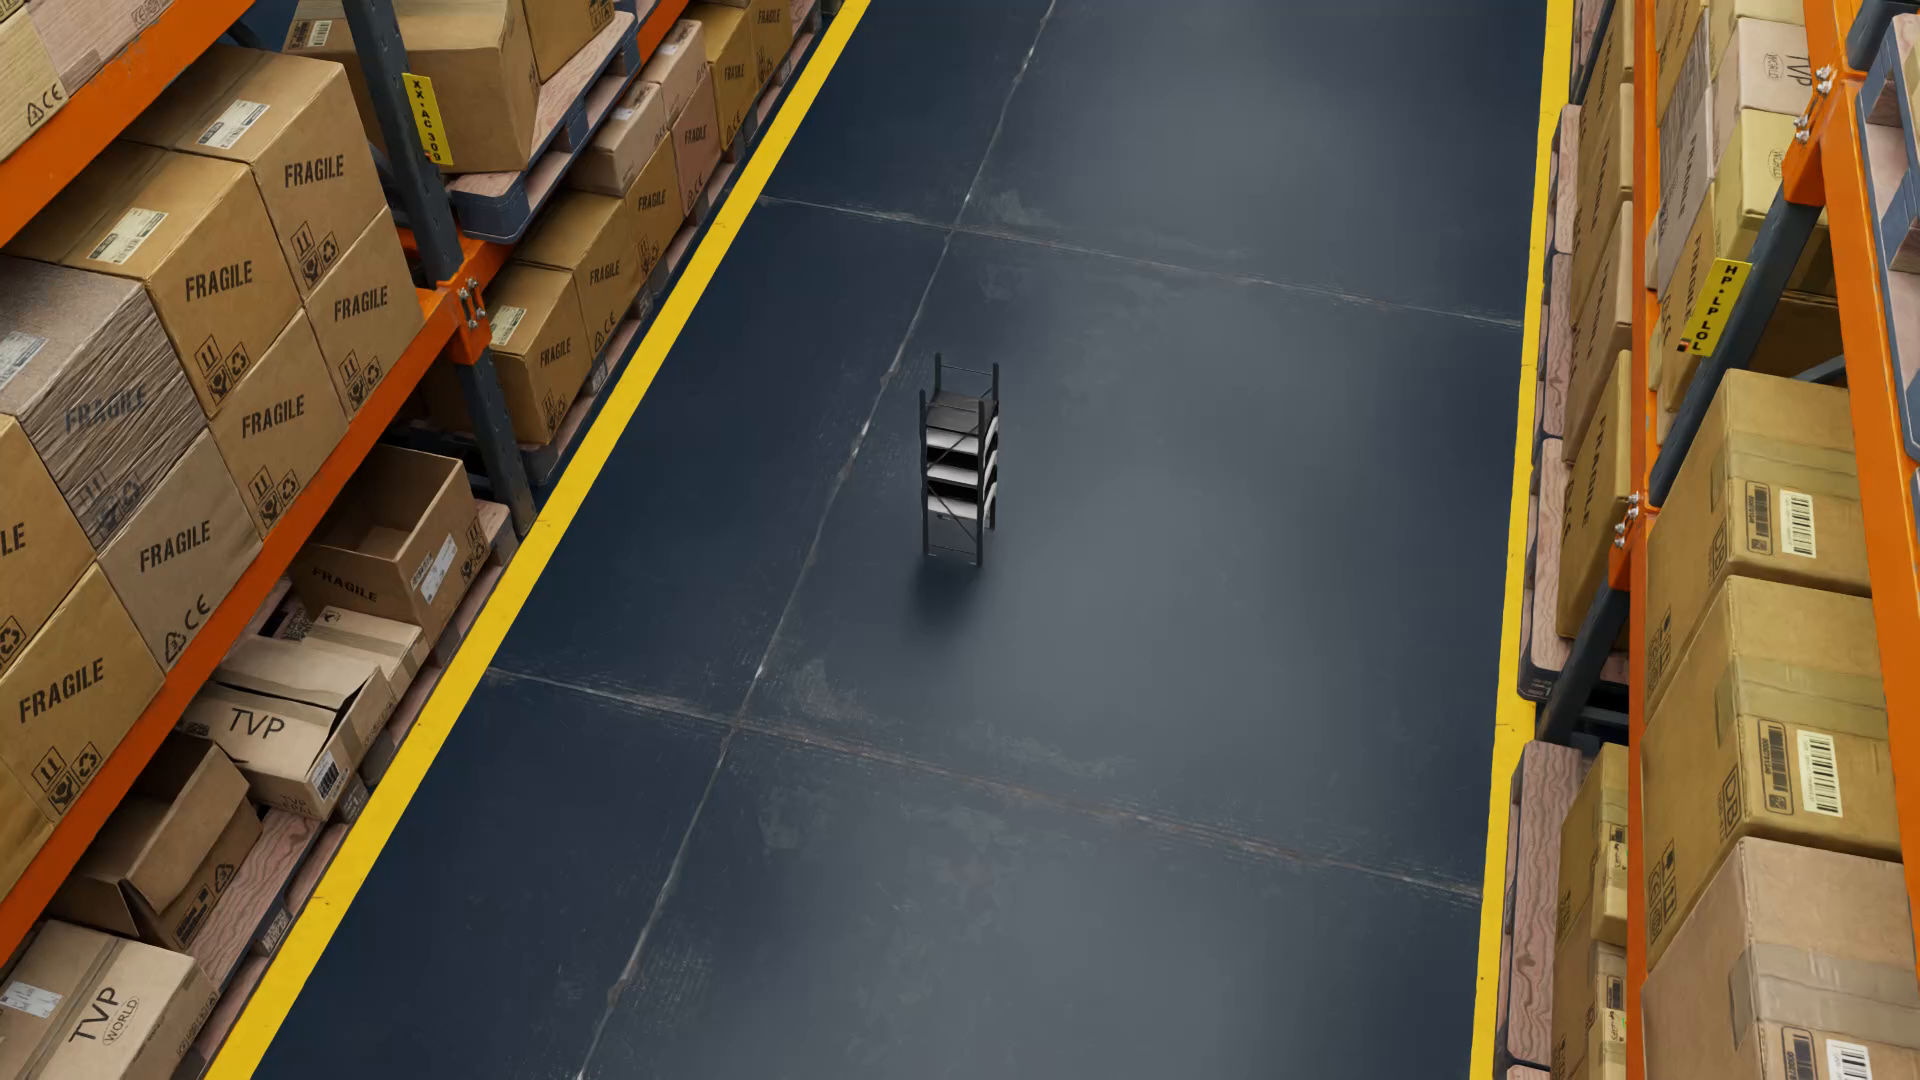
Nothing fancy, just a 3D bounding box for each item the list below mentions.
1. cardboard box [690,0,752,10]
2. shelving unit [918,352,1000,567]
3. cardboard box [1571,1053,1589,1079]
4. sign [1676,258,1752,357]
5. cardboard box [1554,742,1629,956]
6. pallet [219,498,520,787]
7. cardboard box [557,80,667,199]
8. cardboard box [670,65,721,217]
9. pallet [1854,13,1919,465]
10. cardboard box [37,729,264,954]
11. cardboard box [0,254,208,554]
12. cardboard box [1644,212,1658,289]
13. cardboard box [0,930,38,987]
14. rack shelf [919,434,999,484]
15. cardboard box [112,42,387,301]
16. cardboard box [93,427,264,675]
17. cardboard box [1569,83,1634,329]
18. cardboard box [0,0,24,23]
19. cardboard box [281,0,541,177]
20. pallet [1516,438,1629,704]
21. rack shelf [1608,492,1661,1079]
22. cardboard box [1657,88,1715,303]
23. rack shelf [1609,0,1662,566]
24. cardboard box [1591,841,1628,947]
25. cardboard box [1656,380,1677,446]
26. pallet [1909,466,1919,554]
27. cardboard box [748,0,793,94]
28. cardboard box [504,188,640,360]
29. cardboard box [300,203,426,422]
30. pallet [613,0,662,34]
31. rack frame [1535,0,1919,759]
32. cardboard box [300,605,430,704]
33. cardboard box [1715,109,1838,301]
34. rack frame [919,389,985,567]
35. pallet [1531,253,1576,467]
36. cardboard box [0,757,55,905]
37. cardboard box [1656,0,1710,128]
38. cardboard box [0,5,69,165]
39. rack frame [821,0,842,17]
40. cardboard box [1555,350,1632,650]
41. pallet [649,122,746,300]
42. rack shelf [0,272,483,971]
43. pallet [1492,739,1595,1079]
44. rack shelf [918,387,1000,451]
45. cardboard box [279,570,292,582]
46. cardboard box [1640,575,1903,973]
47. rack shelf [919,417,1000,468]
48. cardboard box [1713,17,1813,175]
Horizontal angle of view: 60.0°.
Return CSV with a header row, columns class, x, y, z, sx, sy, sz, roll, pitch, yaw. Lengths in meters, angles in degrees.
class,x,y,z,sx,sy,sz,roll,pitch,yaw
cardboard box,-1.189,-2.839,8.048,0.500,0.250,0.500,13,50,11
shelving unit,-0.002,-0.292,6.326,0.258,0.900,0.210,12,50,10
cardboard box,2.000,1.773,4.490,0.700,0.500,0.500,13,50,11
sign,2.042,-0.626,4.501,0.100,0.325,0.005,12,50,10
cardboard box,2.273,1.040,5.138,0.700,0.500,0.500,12,50,11
pallet,-2.393,0.276,6.285,1.003,0.211,1.213,12,50,10
cardboard box,-1.586,-1.736,7.074,0.500,0.250,0.500,12,50,10
cardboard box,-1.447,-1.878,7.699,0.500,0.500,0.500,10,49,9
pallet,2.343,-0.542,3.206,1.003,0.211,1.213,12,50,10
cardboard box,-2.701,0.897,5.248,0.797,0.503,0.637,12,50,10
cardboard box,-2.360,-0.355,4.248,0.500,0.500,0.500,12,50,10
cardboard box,2.552,-0.961,5.671,0.380,0.149,0.250,12,50,10
cardboard box,-3.080,1.391,4.981,0.500,0.250,0.500,12,50,10
rack shelf,-0.002,-0.329,6.284,0.258,0.077,0.200,12,50,10
cardboard box,-2.095,-1.091,4.897,0.500,0.500,0.500,12,50,10
cardboard box,-2.363,-0.020,4.619,0.500,0.500,0.500,13,50,11
cardboard box,3.064,-1.352,7.015,0.750,0.750,0.750,11,50,10
cardboard box,-2.346,-1.125,3.427,0.500,0.250,0.500,12,50,10
cardboard box,-1.871,-1.614,5.746,0.700,0.500,0.500,-3,49,-3
pallet,2.699,0.181,6.369,1.003,0.211,1.213,12,50,10
rack shelf,2.042,1.516,3.810,1.077,0.370,4.000,12,50,10
cardboard box,2.571,-1.062,5.327,0.500,0.500,0.500,12,50,10
rack shelf,3.095,-1.378,6.364,1.077,0.370,4.000,12,50,10
cardboard box,2.006,1.037,4.707,0.380,0.149,0.250,13,50,11
cardboard box,2.384,-0.393,5.169,0.380,0.149,0.250,12,50,10
pallet,2.020,0.337,2.429,1.003,0.211,1.213,12,50,10
cardboard box,-1.179,-2.633,8.366,0.500,0.500,0.500,13,50,12
cardboard box,-1.720,-1.152,7.059,0.500,0.500,0.500,12,50,11
cardboard box,-2.096,-0.765,5.276,0.500,0.500,0.500,12,50,11
pallet,-1.666,-2.566,7.061,1.003,0.211,1.213,12,50,10
rack frame,2.568,-0.169,4.817,1.000,3.000,0.127,12,50,10
cardboard box,-2.129,0.405,5.919,0.380,0.149,0.250,12,50,10
cardboard box,2.444,-0.944,4.722,0.500,0.250,0.500,13,50,11
rack frame,-0.029,-0.218,6.261,0.240,0.900,0.006,12,50,10
pallet,3.018,-0.705,7.150,1.003,0.211,1.213,12,50,10
cardboard box,-2.628,0.711,3.974,0.500,0.500,0.500,11,50,10
cardboard box,2.838,-1.786,5.966,0.500,0.500,0.500,13,50,11
cardboard box,-2.348,-0.960,3.615,0.500,0.250,0.500,12,50,10
rack frame,-1.159,-4.037,8.231,1.000,3.000,0.127,12,50,10
cardboard box,2.614,-0.092,5.903,0.750,0.750,0.750,12,50,10
pallet,-1.715,-1.702,8.030,1.003,0.211,1.213,12,50,10
rack shelf,-2.738,0.541,4.671,1.077,0.370,4.000,12,50,10
pallet,2.293,1.288,5.391,1.003,0.211,1.213,12,50,10
rack shelf,-0.002,-0.449,6.149,0.258,0.077,0.200,12,50,10
cardboard box,-2.531,-0.139,6.291,0.500,0.311,0.500,12,50,10
cardboard box,2.212,0.648,3.896,0.980,0.700,0.700,10,49,9
rack shelf,-0.002,-0.389,6.216,0.258,0.077,0.200,12,50,10
cardboard box,2.588,-1.312,5.047,0.500,0.250,0.500,13,50,11
